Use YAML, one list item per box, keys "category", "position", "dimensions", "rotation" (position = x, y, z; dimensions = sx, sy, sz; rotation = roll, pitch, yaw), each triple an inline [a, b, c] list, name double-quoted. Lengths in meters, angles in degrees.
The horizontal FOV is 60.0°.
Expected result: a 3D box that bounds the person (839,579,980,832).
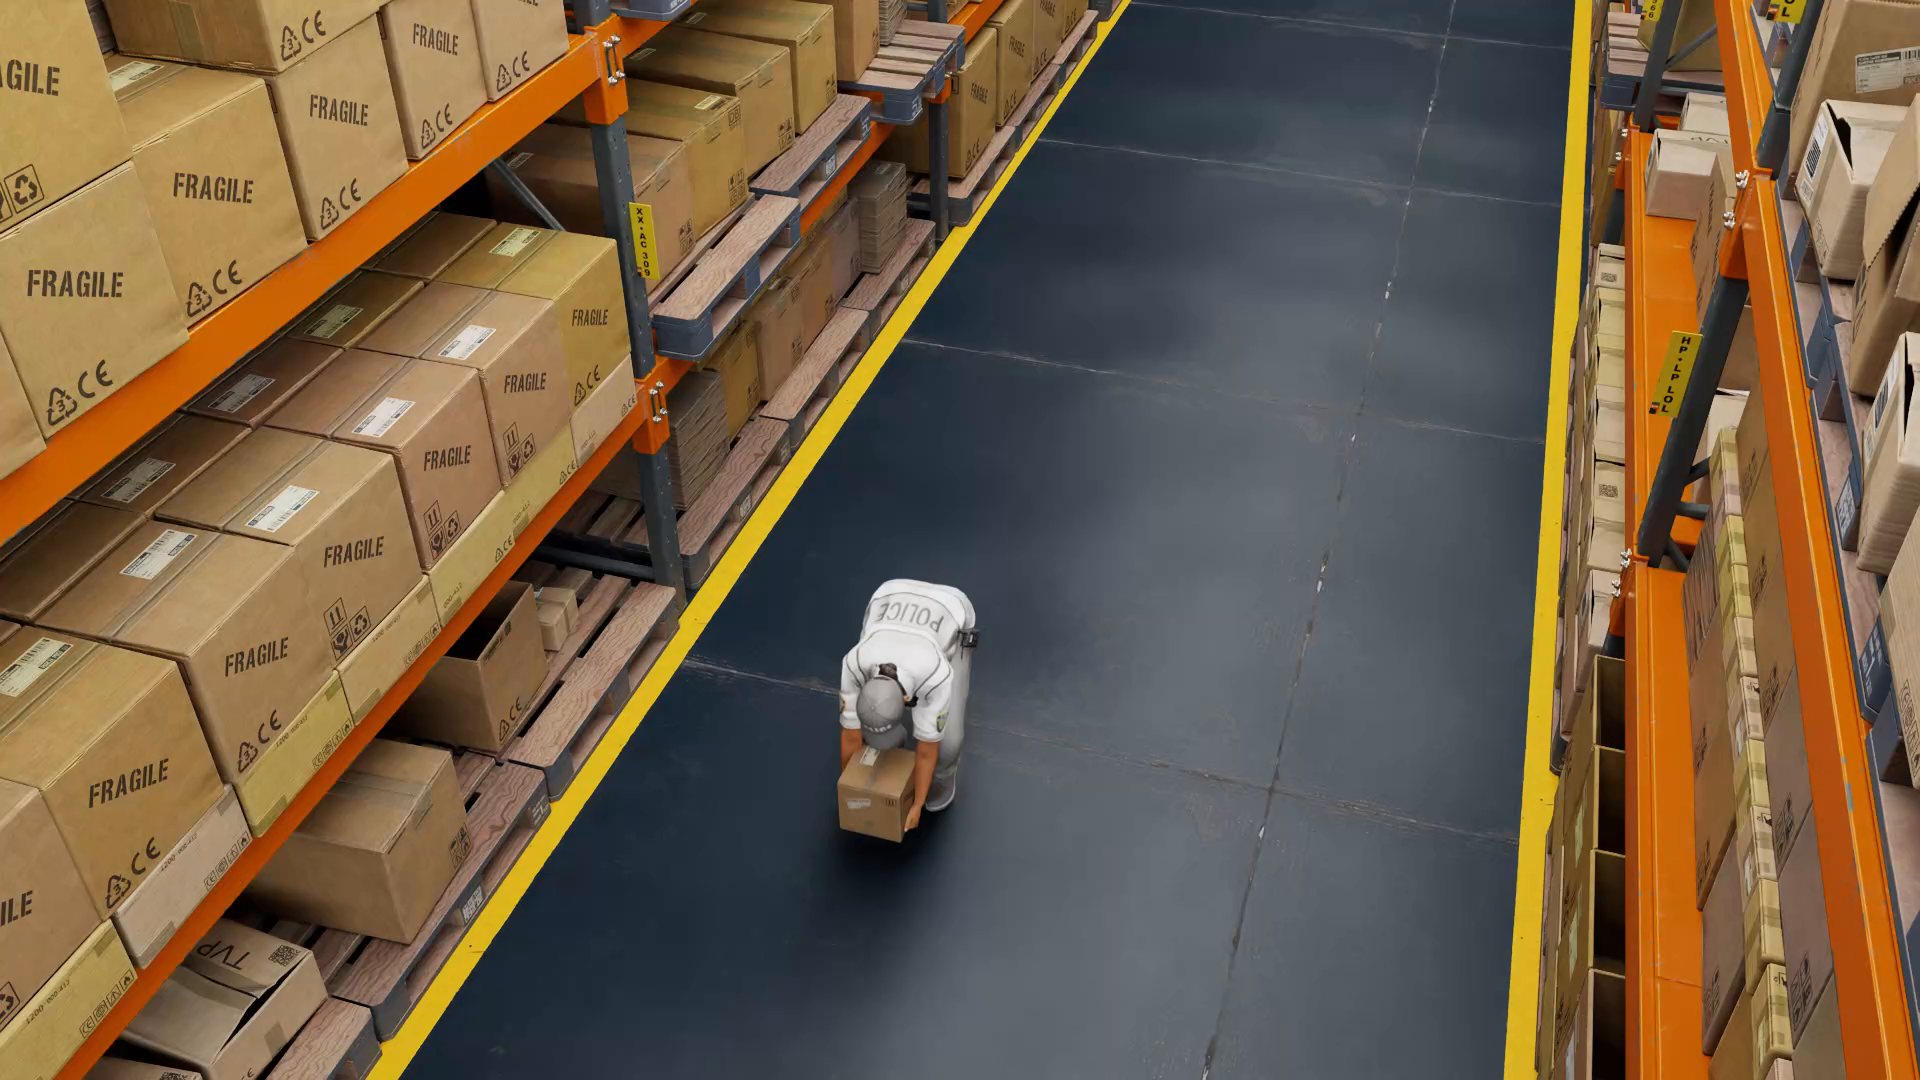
- category: "person"
  position: [-0.224, 0.681, 6.575]
  dimensions: [0.508, 0.966, 0.934]
  rotation: [9, 38, 12]
